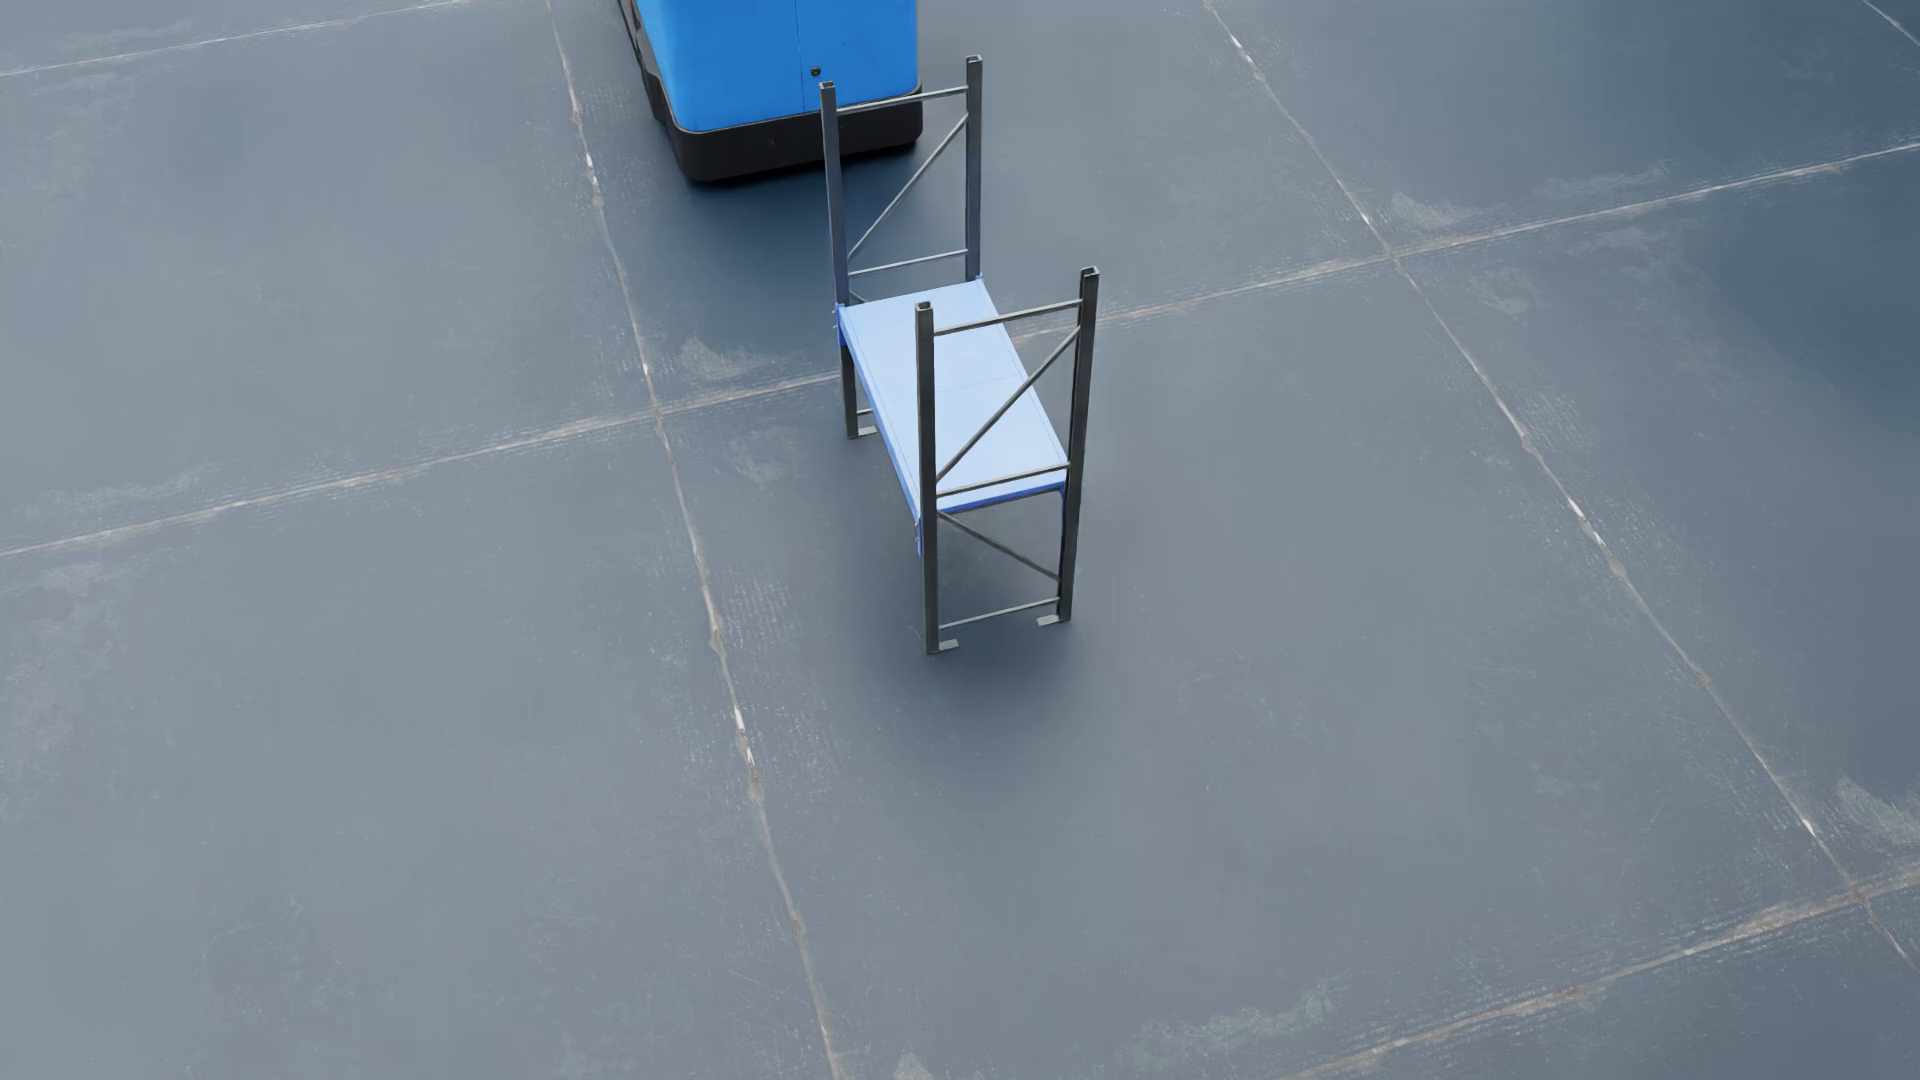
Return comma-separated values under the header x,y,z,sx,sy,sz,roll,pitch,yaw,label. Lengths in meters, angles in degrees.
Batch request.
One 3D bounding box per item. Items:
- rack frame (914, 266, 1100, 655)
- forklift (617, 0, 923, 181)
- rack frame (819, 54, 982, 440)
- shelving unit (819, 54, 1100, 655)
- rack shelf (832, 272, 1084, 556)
x,y,z,sx,sy,sz,roll,pitch,yaw,label
0.125,-0.174,4.916,0.500,1.500,0.032,-13,51,-11,rack frame
-1.087,-3.593,6.862,1.130,2.935,3.031,-13,51,-11,forklift
-0.176,-0.917,5.542,0.500,1.500,0.032,-13,51,-11,rack frame
-0.025,-0.546,5.229,0.538,1.500,1.048,-13,51,-11,shelving unit
-0.025,-0.430,5.367,0.538,0.185,1.000,-13,51,-11,rack shelf
